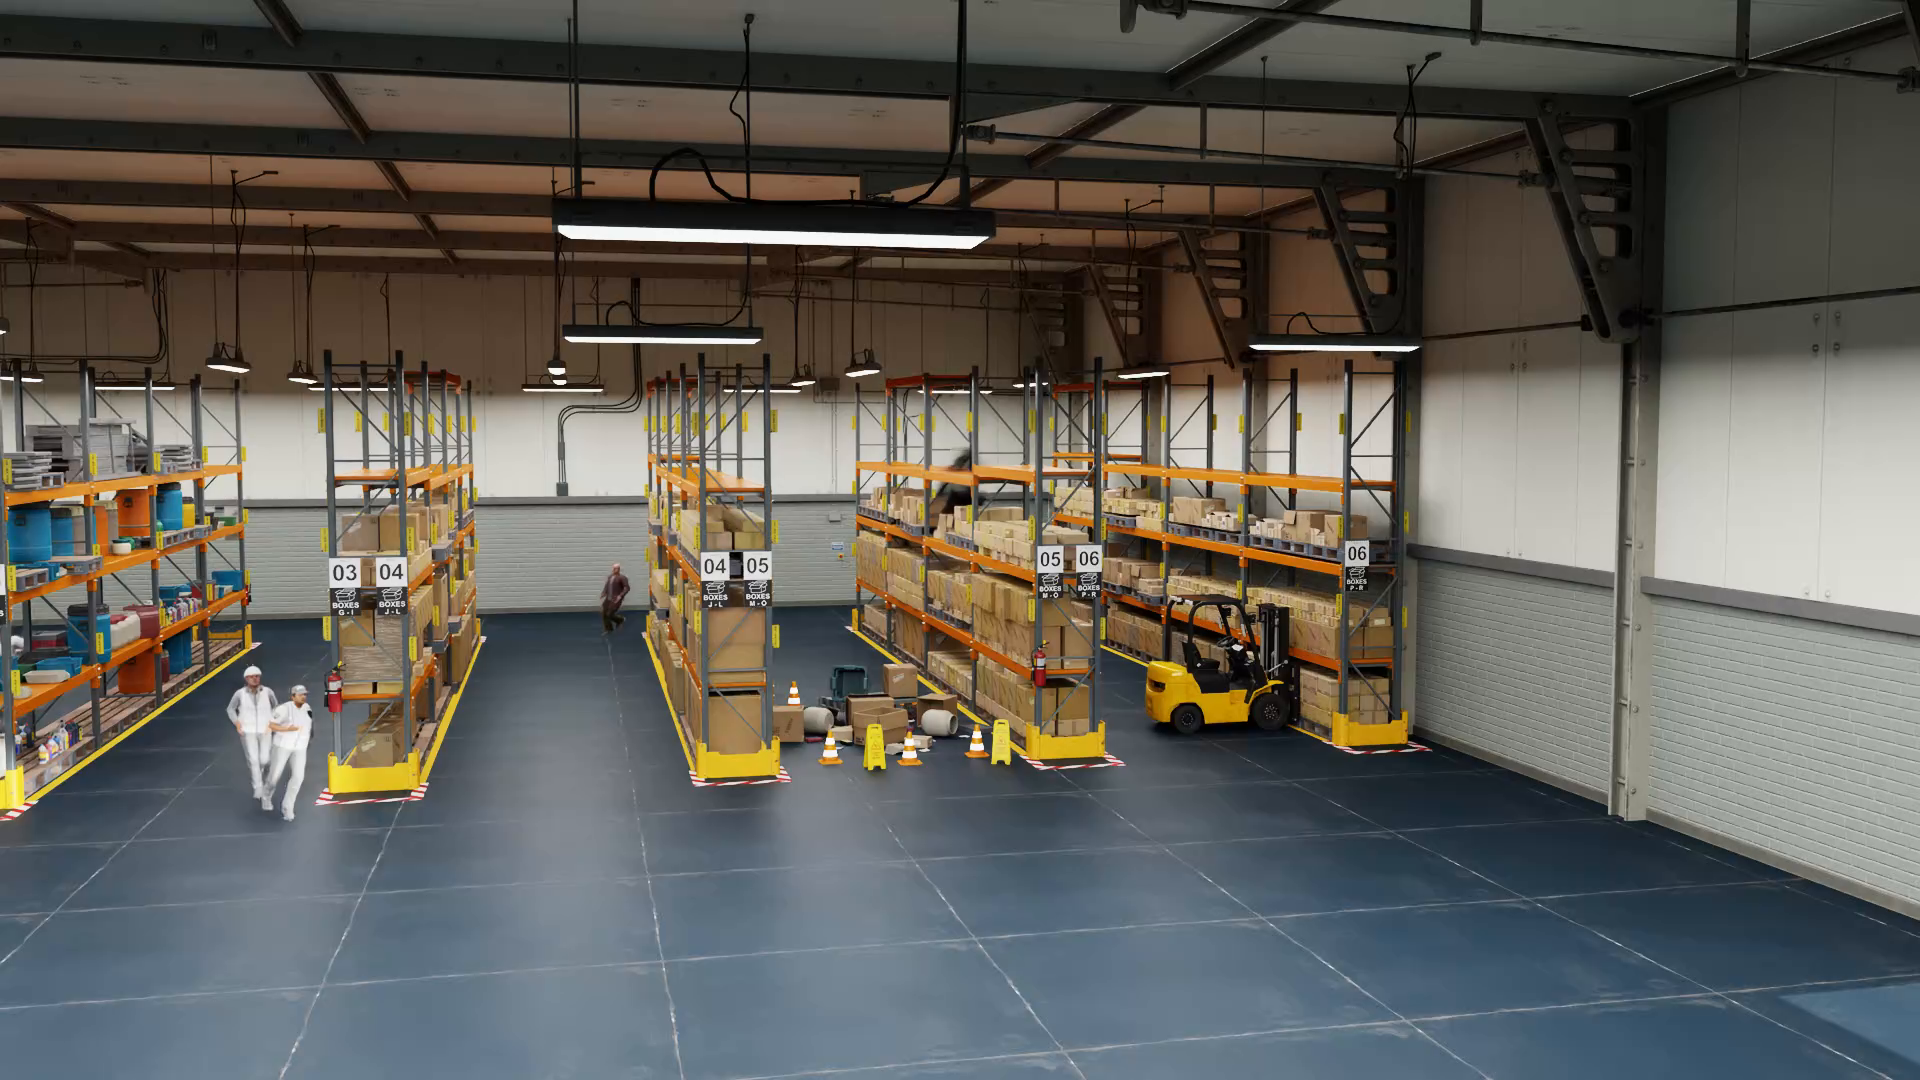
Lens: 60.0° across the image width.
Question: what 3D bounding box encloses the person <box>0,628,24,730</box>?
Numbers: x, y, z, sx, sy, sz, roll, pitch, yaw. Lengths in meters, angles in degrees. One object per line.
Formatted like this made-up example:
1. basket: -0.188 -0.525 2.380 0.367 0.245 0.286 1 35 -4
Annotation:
1. person: -15.797 2.216 27.449 0.710 1.799 0.894 0 4 -6

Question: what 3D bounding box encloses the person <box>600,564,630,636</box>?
1. person: -8.171 1.521 39.482 0.761 1.526 0.598 3 5 37

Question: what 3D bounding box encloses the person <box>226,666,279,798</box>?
1. person: -9.570 2.572 22.539 0.665 1.754 0.719 -2 5 -31

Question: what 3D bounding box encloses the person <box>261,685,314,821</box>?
1. person: -8.595 2.700 21.399 0.640 1.677 0.804 -3 5 -40
